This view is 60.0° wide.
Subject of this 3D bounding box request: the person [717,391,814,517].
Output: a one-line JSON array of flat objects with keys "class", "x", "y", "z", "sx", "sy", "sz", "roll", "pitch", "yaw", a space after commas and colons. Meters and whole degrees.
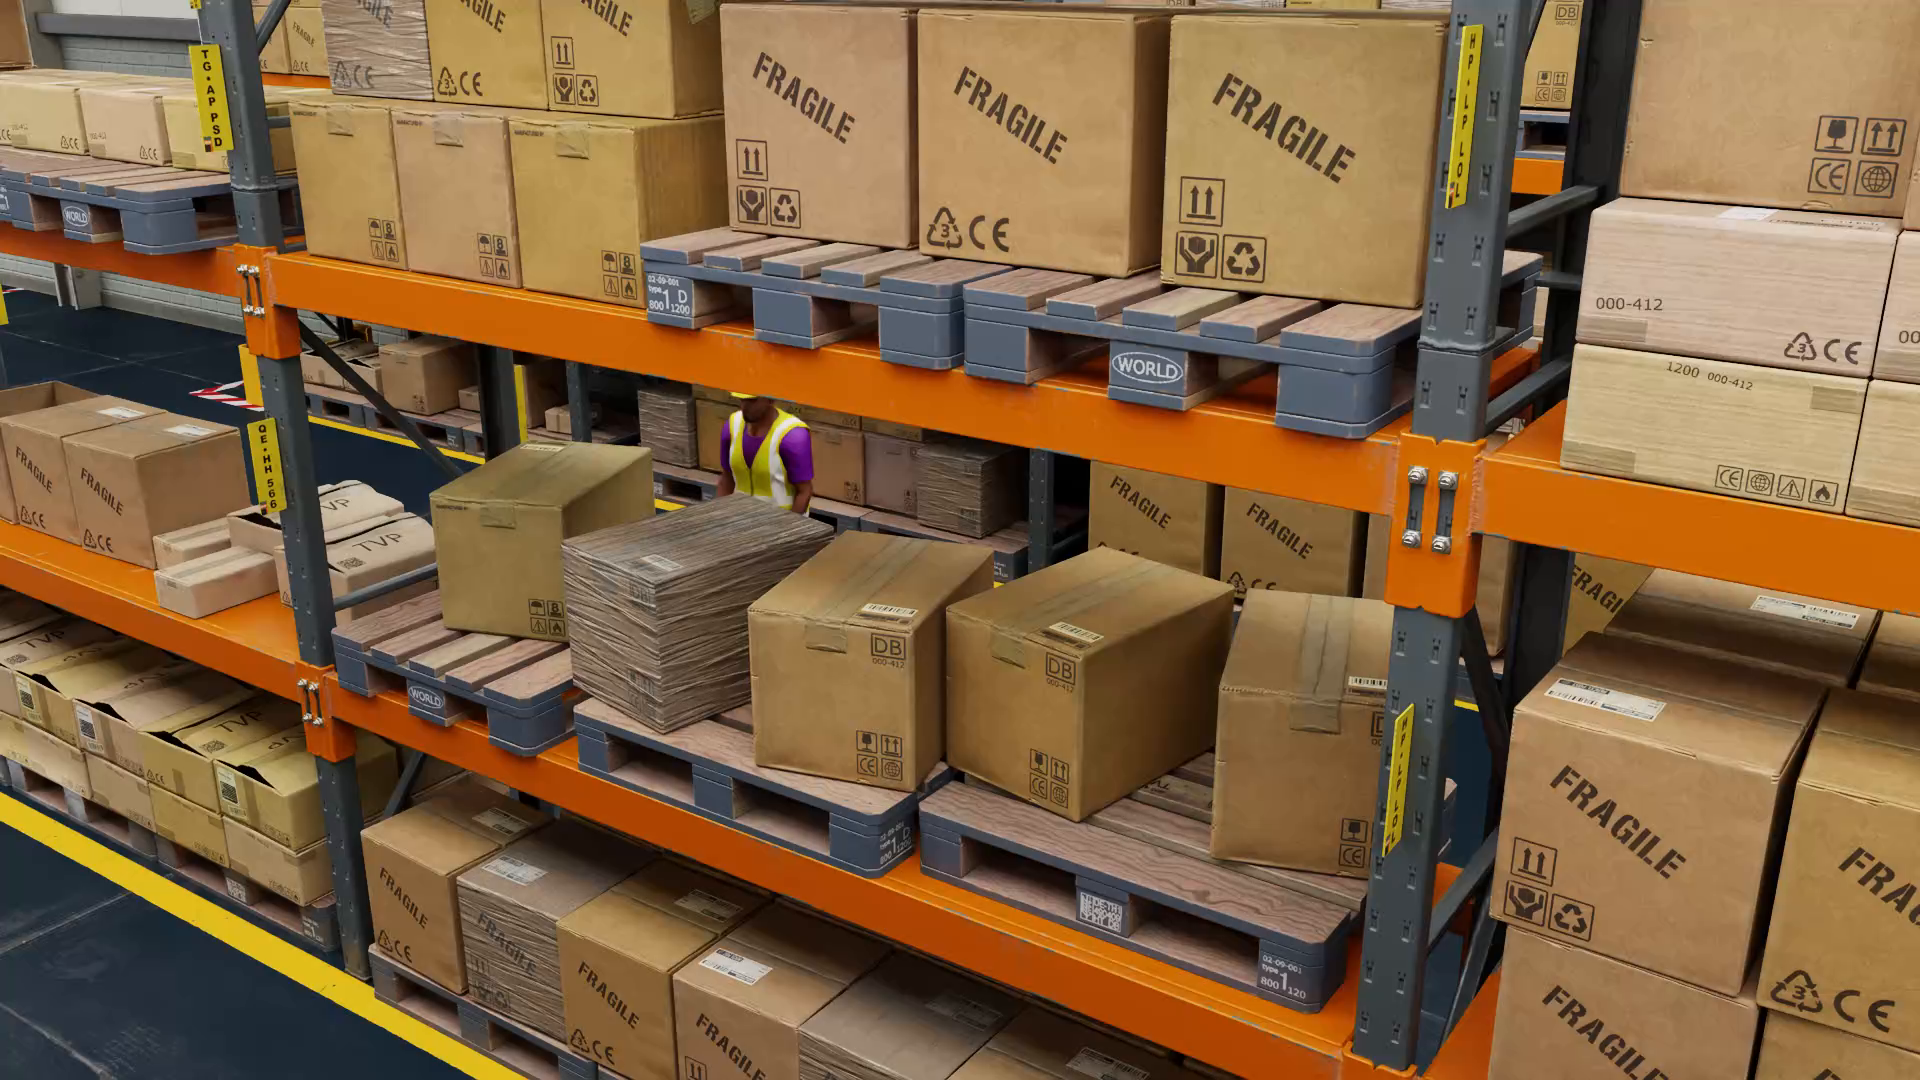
[{"class": "person", "x": -1.021, "y": -0.069, "z": 8.729, "sx": 0.583, "sy": 1.766, "sz": 0.422, "roll": 12, "pitch": 23, "yaw": 31}]
